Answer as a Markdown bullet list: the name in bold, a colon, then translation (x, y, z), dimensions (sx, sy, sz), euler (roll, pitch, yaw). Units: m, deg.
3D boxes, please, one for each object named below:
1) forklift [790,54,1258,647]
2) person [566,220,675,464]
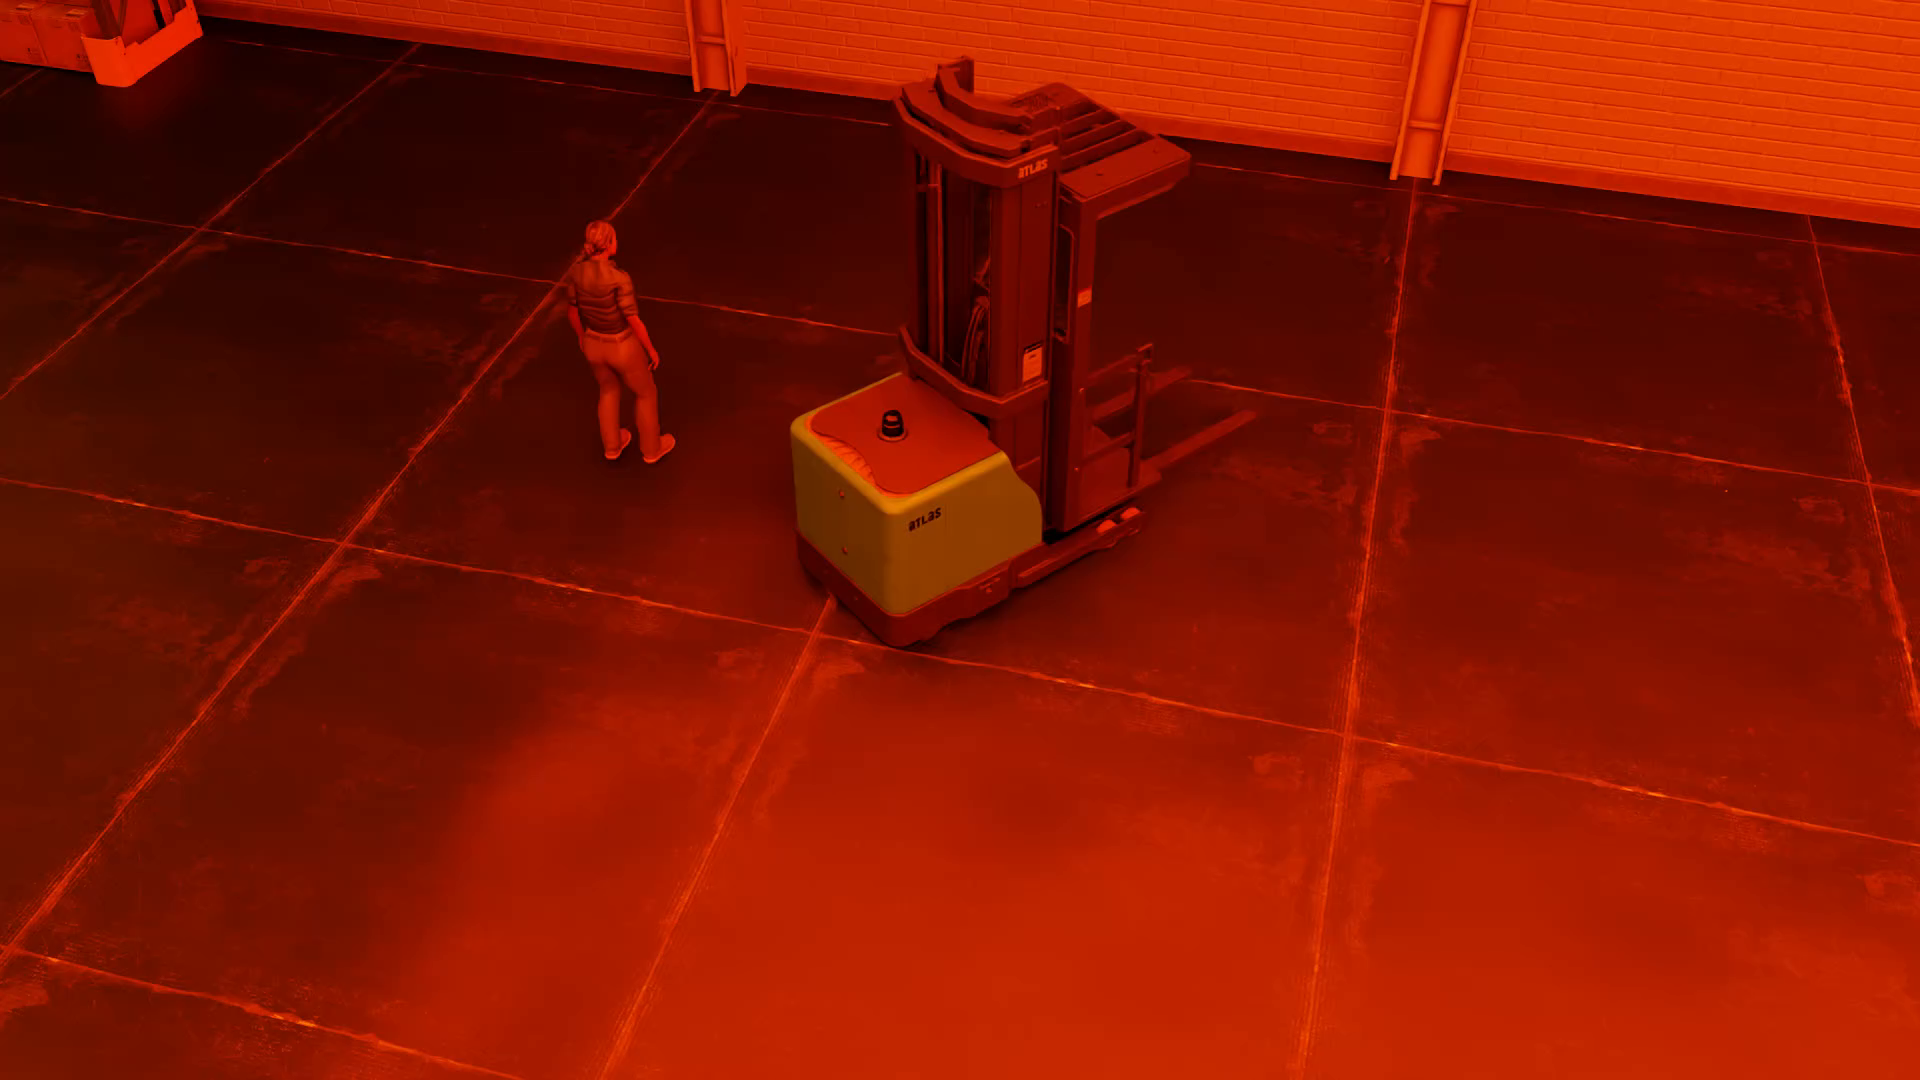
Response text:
- **forklift**: translation (0.516, -1.306, 9.351), dimensions (3.031, 2.935, 1.130), euler (-27, 48, -27)
- **person**: translation (-2.103, -1.202, 10.205), dimensions (0.553, 1.652, 0.377), euler (14, 43, 15)
